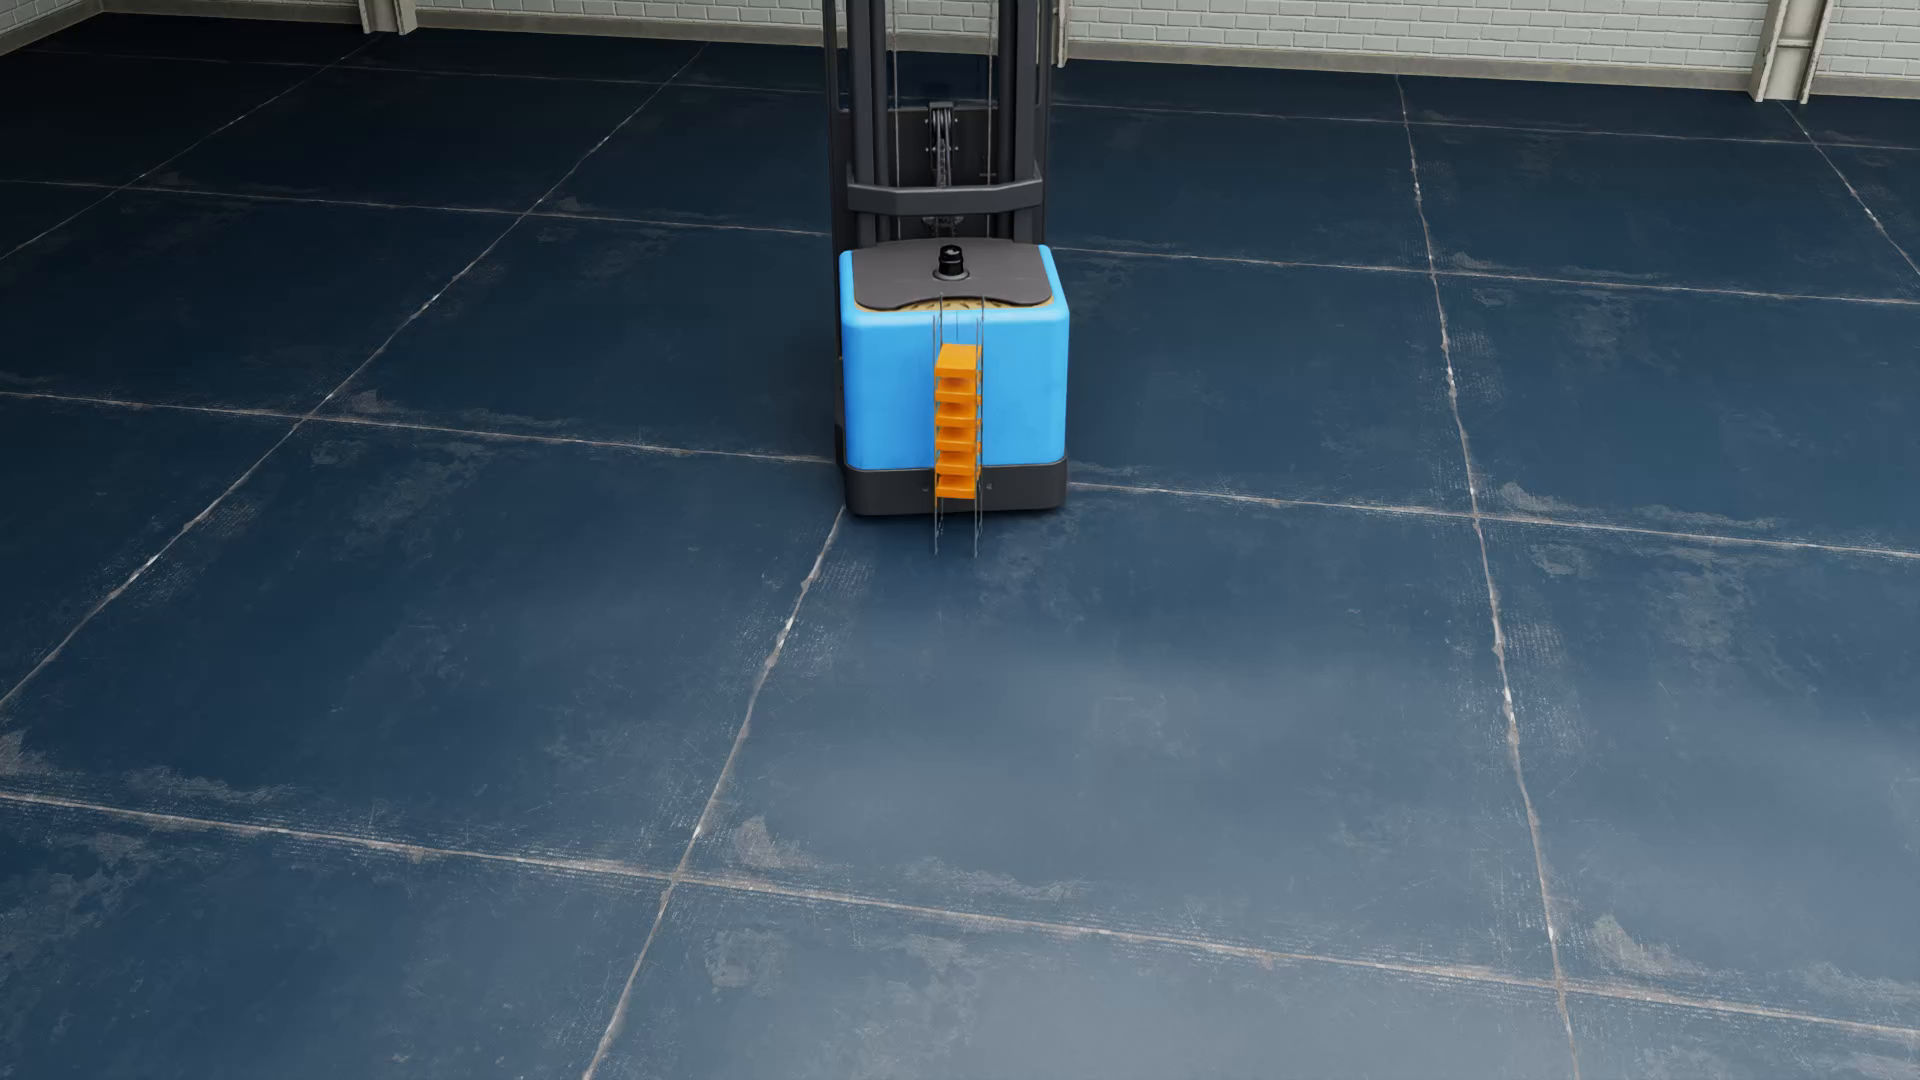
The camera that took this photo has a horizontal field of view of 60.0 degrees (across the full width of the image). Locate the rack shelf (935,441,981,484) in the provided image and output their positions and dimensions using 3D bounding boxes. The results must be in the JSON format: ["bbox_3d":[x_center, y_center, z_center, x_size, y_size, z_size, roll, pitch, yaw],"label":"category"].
[{"bbox_3d":[-0.005,-0.353,7.493,0.180,0.103,0.258,4,32,6],"label":"rack shelf"}]

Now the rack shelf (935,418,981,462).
[{"bbox_3d":[-0.005,-0.455,7.430,0.180,0.103,0.258,4,32,6],"label":"rack shelf"}]

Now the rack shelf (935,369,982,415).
[{"bbox_3d":[-0.005,-0.658,7.302,0.180,0.103,0.258,4,32,6],"label":"rack shelf"}]

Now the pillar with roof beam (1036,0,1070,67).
[{"bbox_3d":[-0.010,-5.697,8.370,0.400,9.000,9.100,5,32,8],"label":"pillar with roof beam"}]

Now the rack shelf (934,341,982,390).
[{"bbox_3d":[-0.005,-0.760,7.239,0.180,0.103,0.258,4,32,6],"label":"rack shelf"}]

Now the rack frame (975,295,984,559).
[{"bbox_3d":[0.086,-0.486,7.396,0.006,1.200,0.240,4,32,6],"label":"rack frame"}]

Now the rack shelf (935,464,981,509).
[{"bbox_3d":[-0.005,-0.252,7.557,0.180,0.103,0.258,4,32,6],"label":"rack shelf"}]

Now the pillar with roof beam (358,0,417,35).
[{"bbox_3d":[-5.925,-6.232,9.226,0.400,9.000,9.100,5,32,8],"label":"pillar with roof beam"}]

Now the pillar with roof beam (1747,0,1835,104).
[{"bbox_3d":[5.904,-5.161,7.514,0.400,9.000,9.100,5,32,8],"label":"pillar with roof beam"}]

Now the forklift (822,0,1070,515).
[{"bbox_3d":[-0.125,-2.114,8.365,1.130,2.935,3.031,-2,32,-4],"label":"forklift"}]

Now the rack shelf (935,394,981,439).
[{"bbox_3d":[-0.005,-0.557,7.366,0.180,0.103,0.258,4,32,6],"label":"rack shelf"}]

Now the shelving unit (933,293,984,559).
[{"bbox_3d":[-0.005,-0.493,7.406,0.189,1.200,0.258,4,32,6],"label":"shelving unit"}]

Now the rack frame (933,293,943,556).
[{"bbox_3d":[-0.096,-0.499,7.416,0.006,1.200,0.240,4,32,6],"label":"rack frame"}]
